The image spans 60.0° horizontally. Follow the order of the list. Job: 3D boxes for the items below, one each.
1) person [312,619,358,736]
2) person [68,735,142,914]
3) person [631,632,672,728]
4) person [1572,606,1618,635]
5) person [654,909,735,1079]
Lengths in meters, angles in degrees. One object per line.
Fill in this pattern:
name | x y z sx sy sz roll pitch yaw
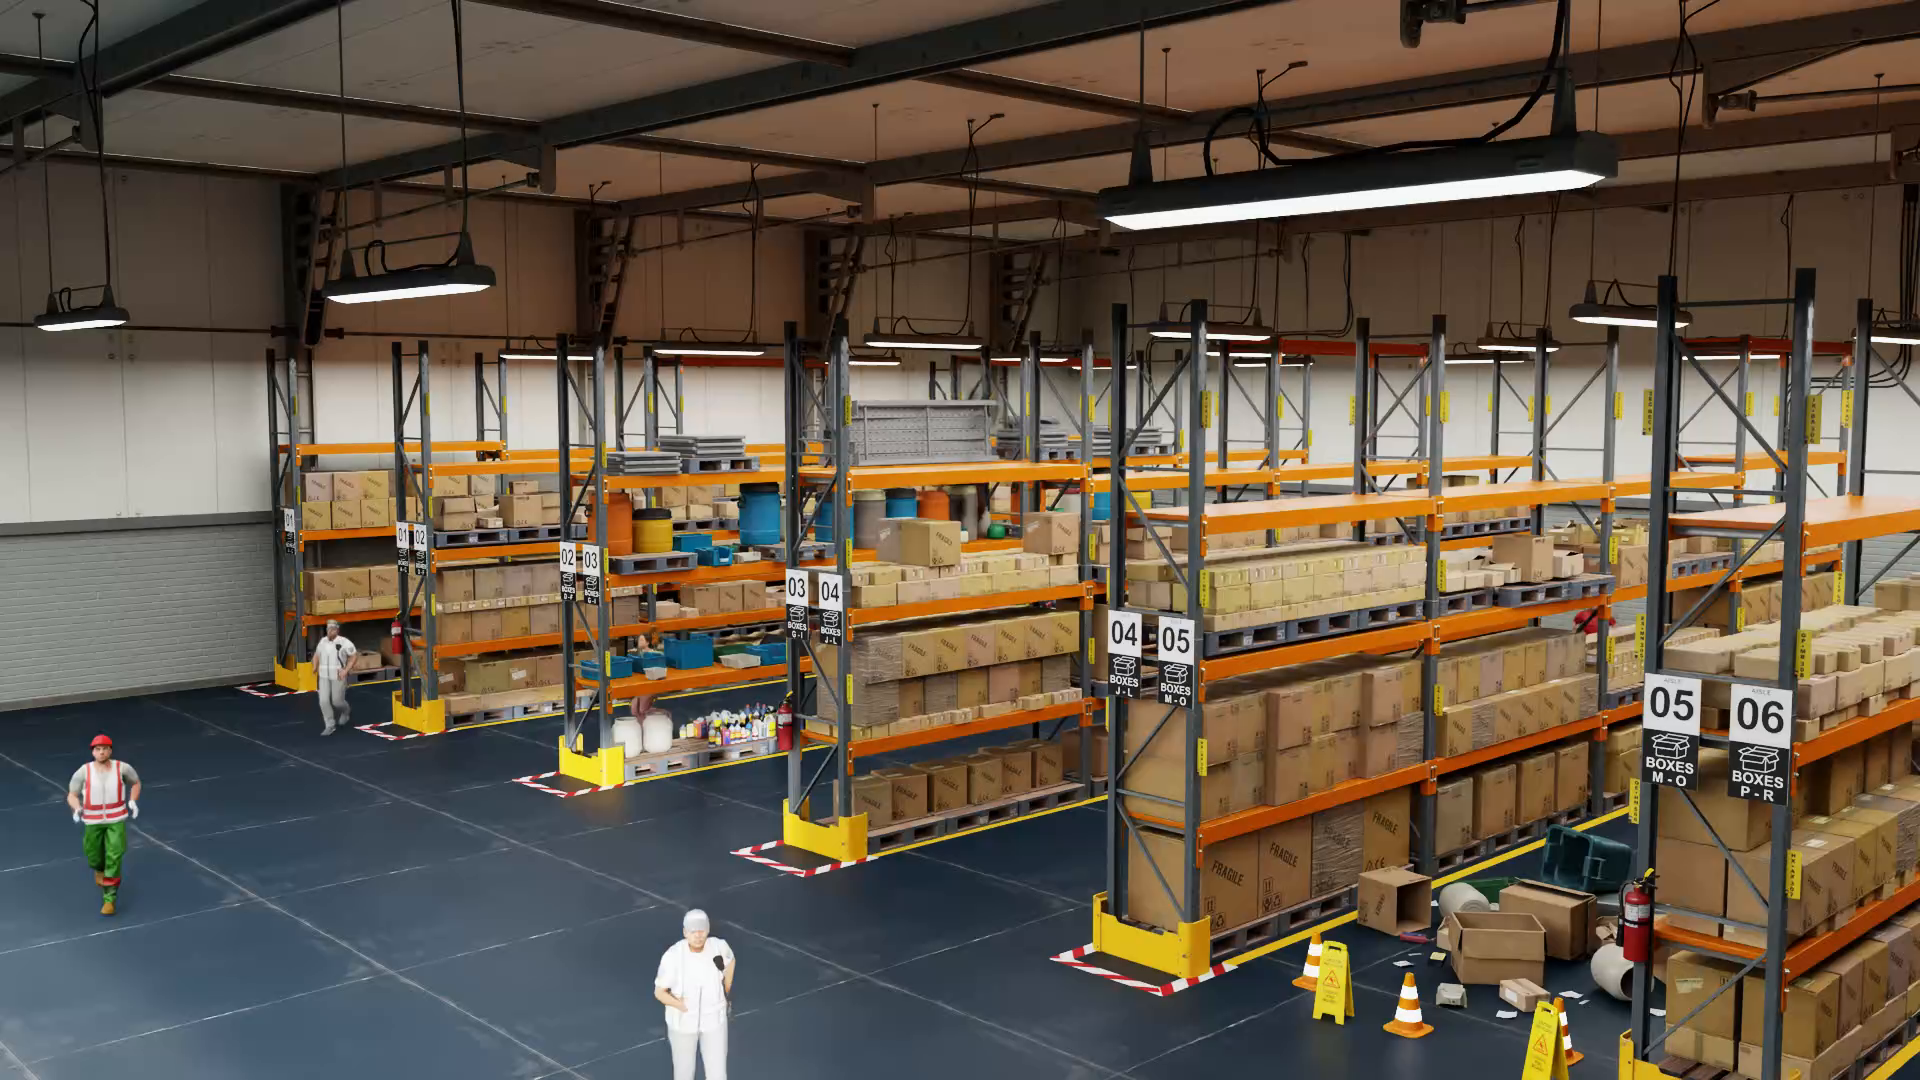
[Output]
person | -9.632 2.091 25.622 0.701 1.774 0.738 0 5 0
person | -8.634 2.836 16.817 0.666 1.759 0.831 -2 6 -27
person | -4.659 2.191 25.043 0.605 1.633 0.642 5 7 44
person | 11.006 1.851 28.791 0.735 1.752 0.700 1 5 12
person | -1.815 3.341 11.453 0.568 1.684 0.901 -1 5 -13
